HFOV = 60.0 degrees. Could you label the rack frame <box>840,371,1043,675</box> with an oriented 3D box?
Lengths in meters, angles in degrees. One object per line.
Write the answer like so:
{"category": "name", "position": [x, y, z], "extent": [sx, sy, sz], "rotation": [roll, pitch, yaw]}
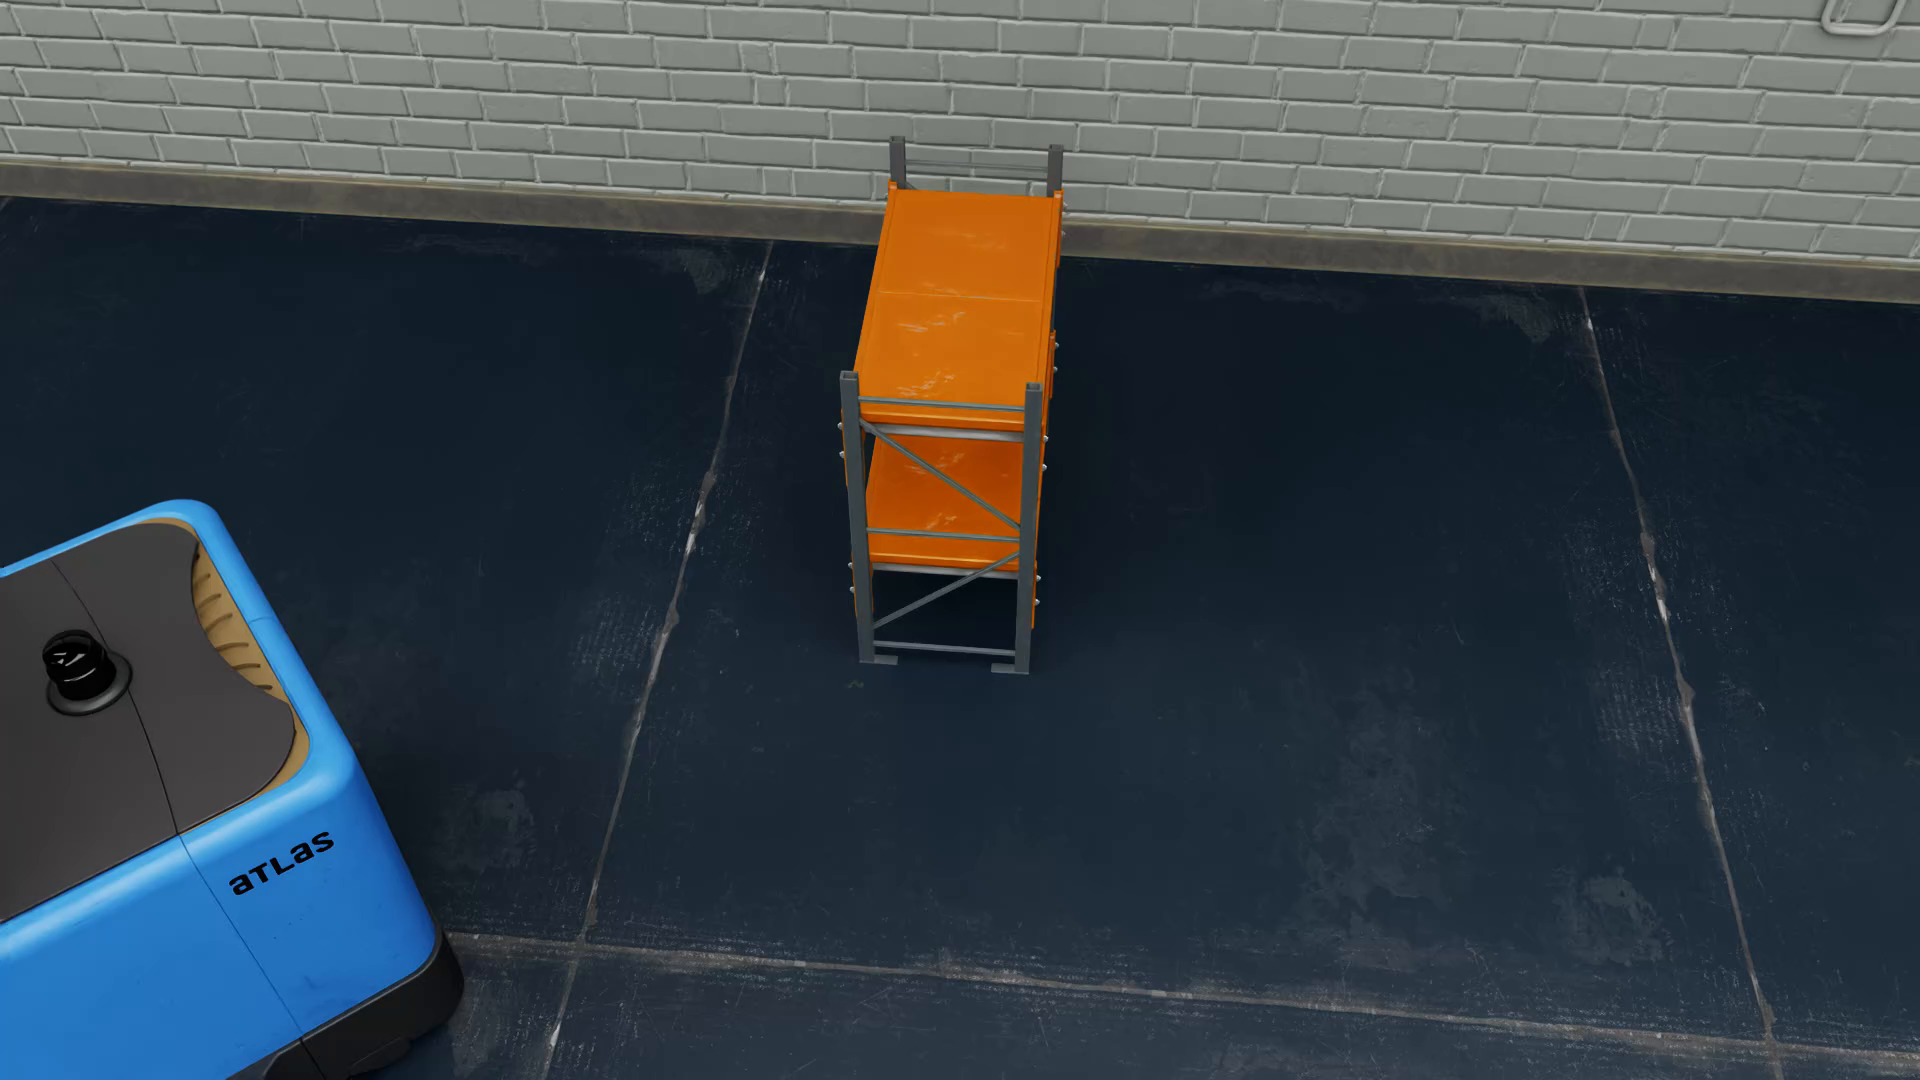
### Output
{"category": "rack frame", "position": [-0.046, -0.011, 4.498], "extent": [0.500, 1.125, 0.032], "rotation": [4, 48, 4]}

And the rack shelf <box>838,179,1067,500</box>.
{"category": "rack shelf", "position": [0.001, -0.582, 4.623], "extent": [0.538, 0.278, 1.000], "rotation": [4, 48, 4]}

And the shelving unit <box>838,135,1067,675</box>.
{"category": "shelving unit", "position": [0.001, -0.385, 4.839], "extent": [0.538, 1.125, 1.048], "rotation": [4, 48, 4]}

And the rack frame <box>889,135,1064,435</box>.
{"category": "rack frame", "position": [0.047, -0.758, 5.181], "extent": [0.500, 1.125, 0.032], "rotation": [4, 48, 4]}

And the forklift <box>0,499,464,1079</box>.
{"category": "forklift", "position": [-2.726, 0.537, 2.772], "extent": [3.031, 2.935, 1.130], "rotation": [-28, 53, -23]}

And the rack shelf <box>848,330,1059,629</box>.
{"category": "rack shelf", "position": [0.001, -0.220, 5.020], "extent": [0.538, 0.278, 1.000], "rotation": [4, 48, 4]}

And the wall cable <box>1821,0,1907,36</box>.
{"category": "wall cable", "position": [2.698, -2.249, 4.564], "extent": [0.585, 1.953, 0.123], "rotation": [4, 48, 4]}
